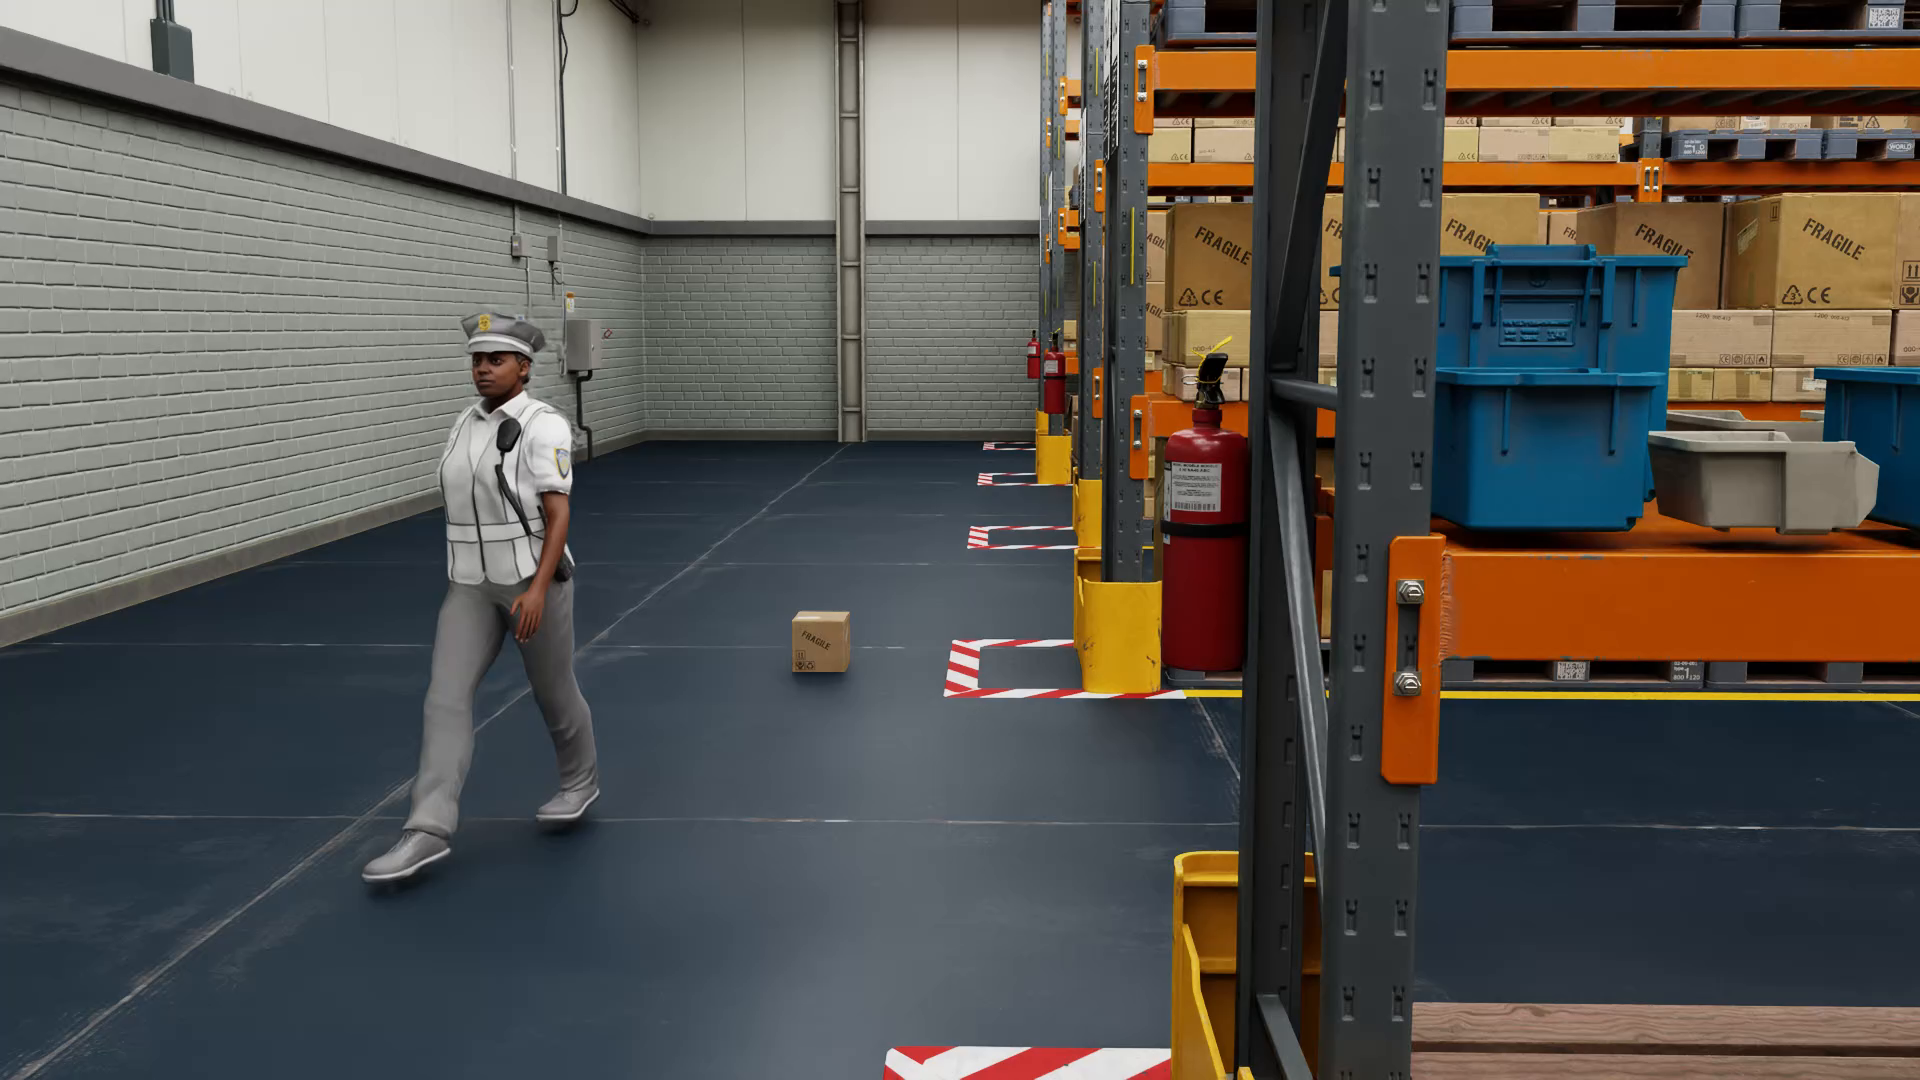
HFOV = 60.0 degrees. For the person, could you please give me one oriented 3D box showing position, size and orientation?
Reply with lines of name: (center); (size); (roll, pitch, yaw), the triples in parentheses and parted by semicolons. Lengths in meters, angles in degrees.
person: (-1.413, 0.131, 5.056); (0.480, 1.632, 0.952); (2, 8, 18)
